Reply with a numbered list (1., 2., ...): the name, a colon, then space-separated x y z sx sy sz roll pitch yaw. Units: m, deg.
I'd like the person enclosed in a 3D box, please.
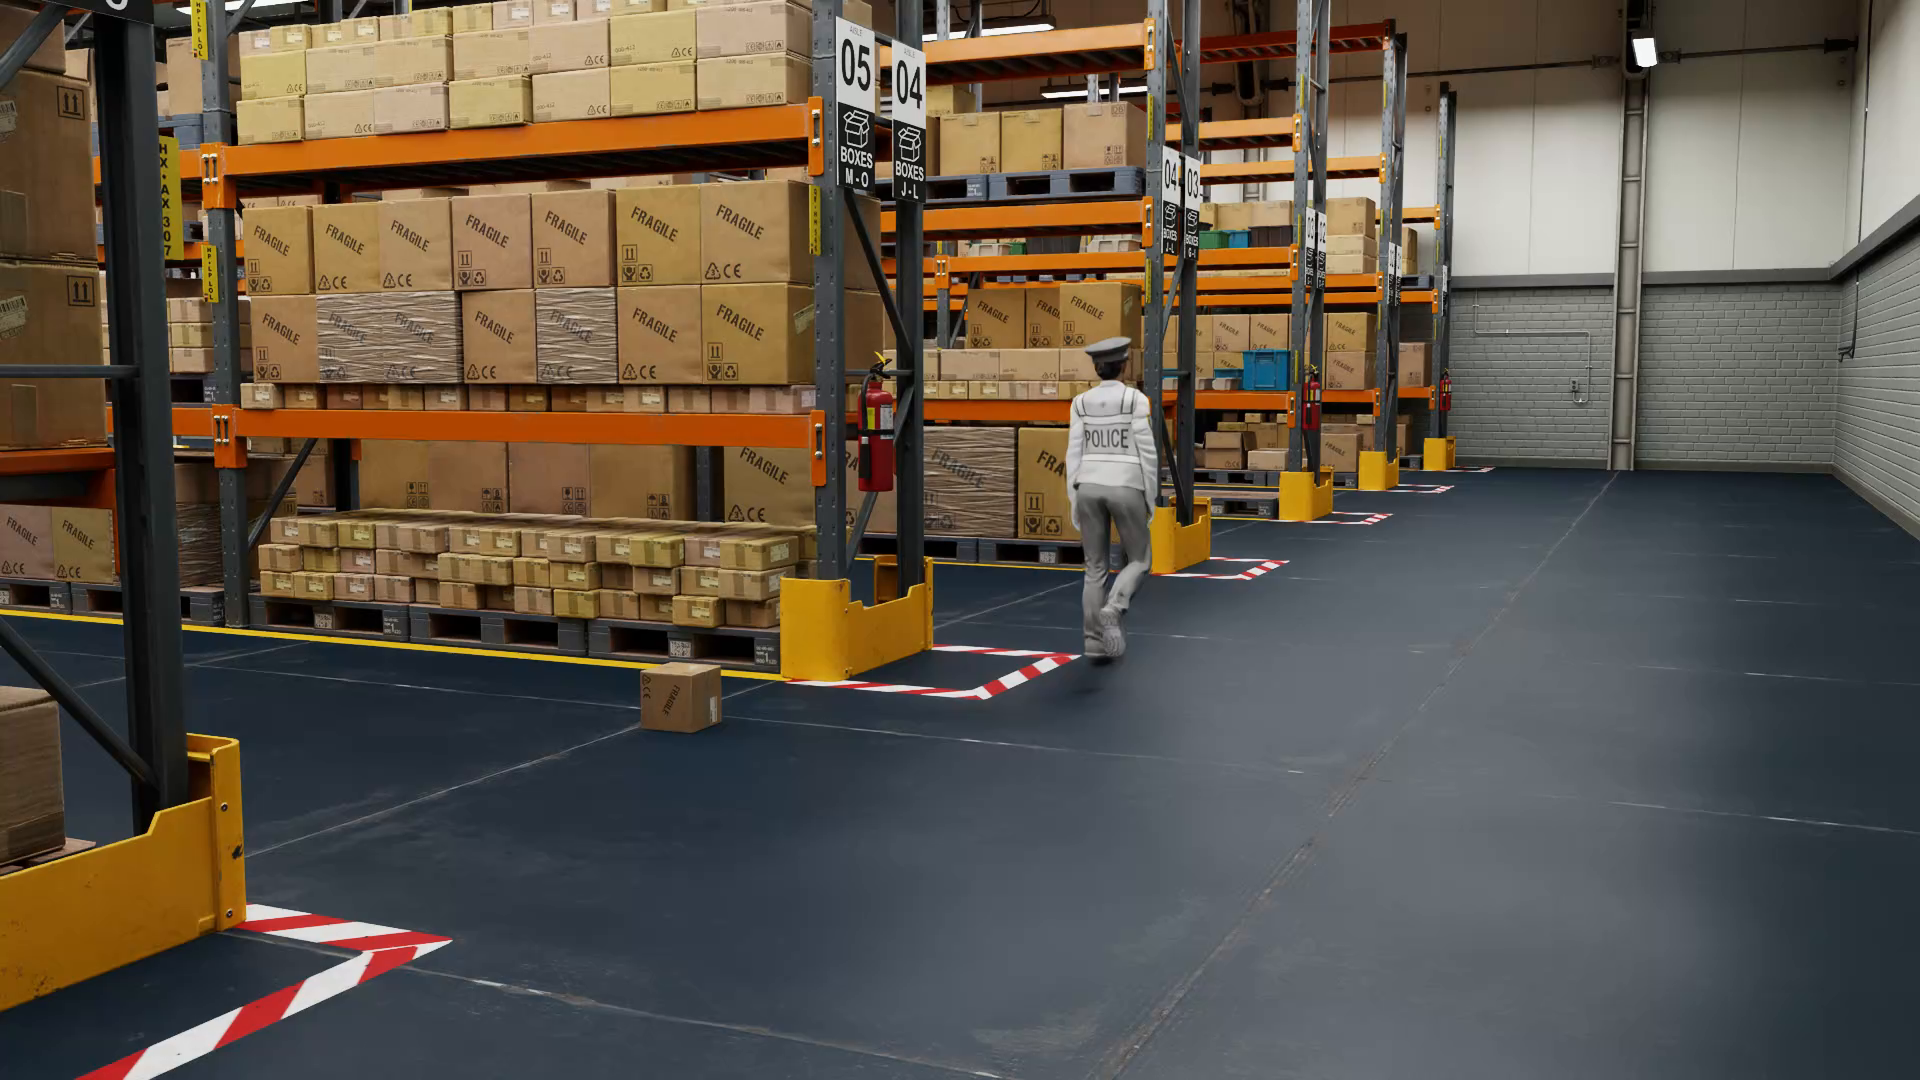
1. person: 0.754 -0.207 8.544 0.505 1.668 0.531 3 6 24
